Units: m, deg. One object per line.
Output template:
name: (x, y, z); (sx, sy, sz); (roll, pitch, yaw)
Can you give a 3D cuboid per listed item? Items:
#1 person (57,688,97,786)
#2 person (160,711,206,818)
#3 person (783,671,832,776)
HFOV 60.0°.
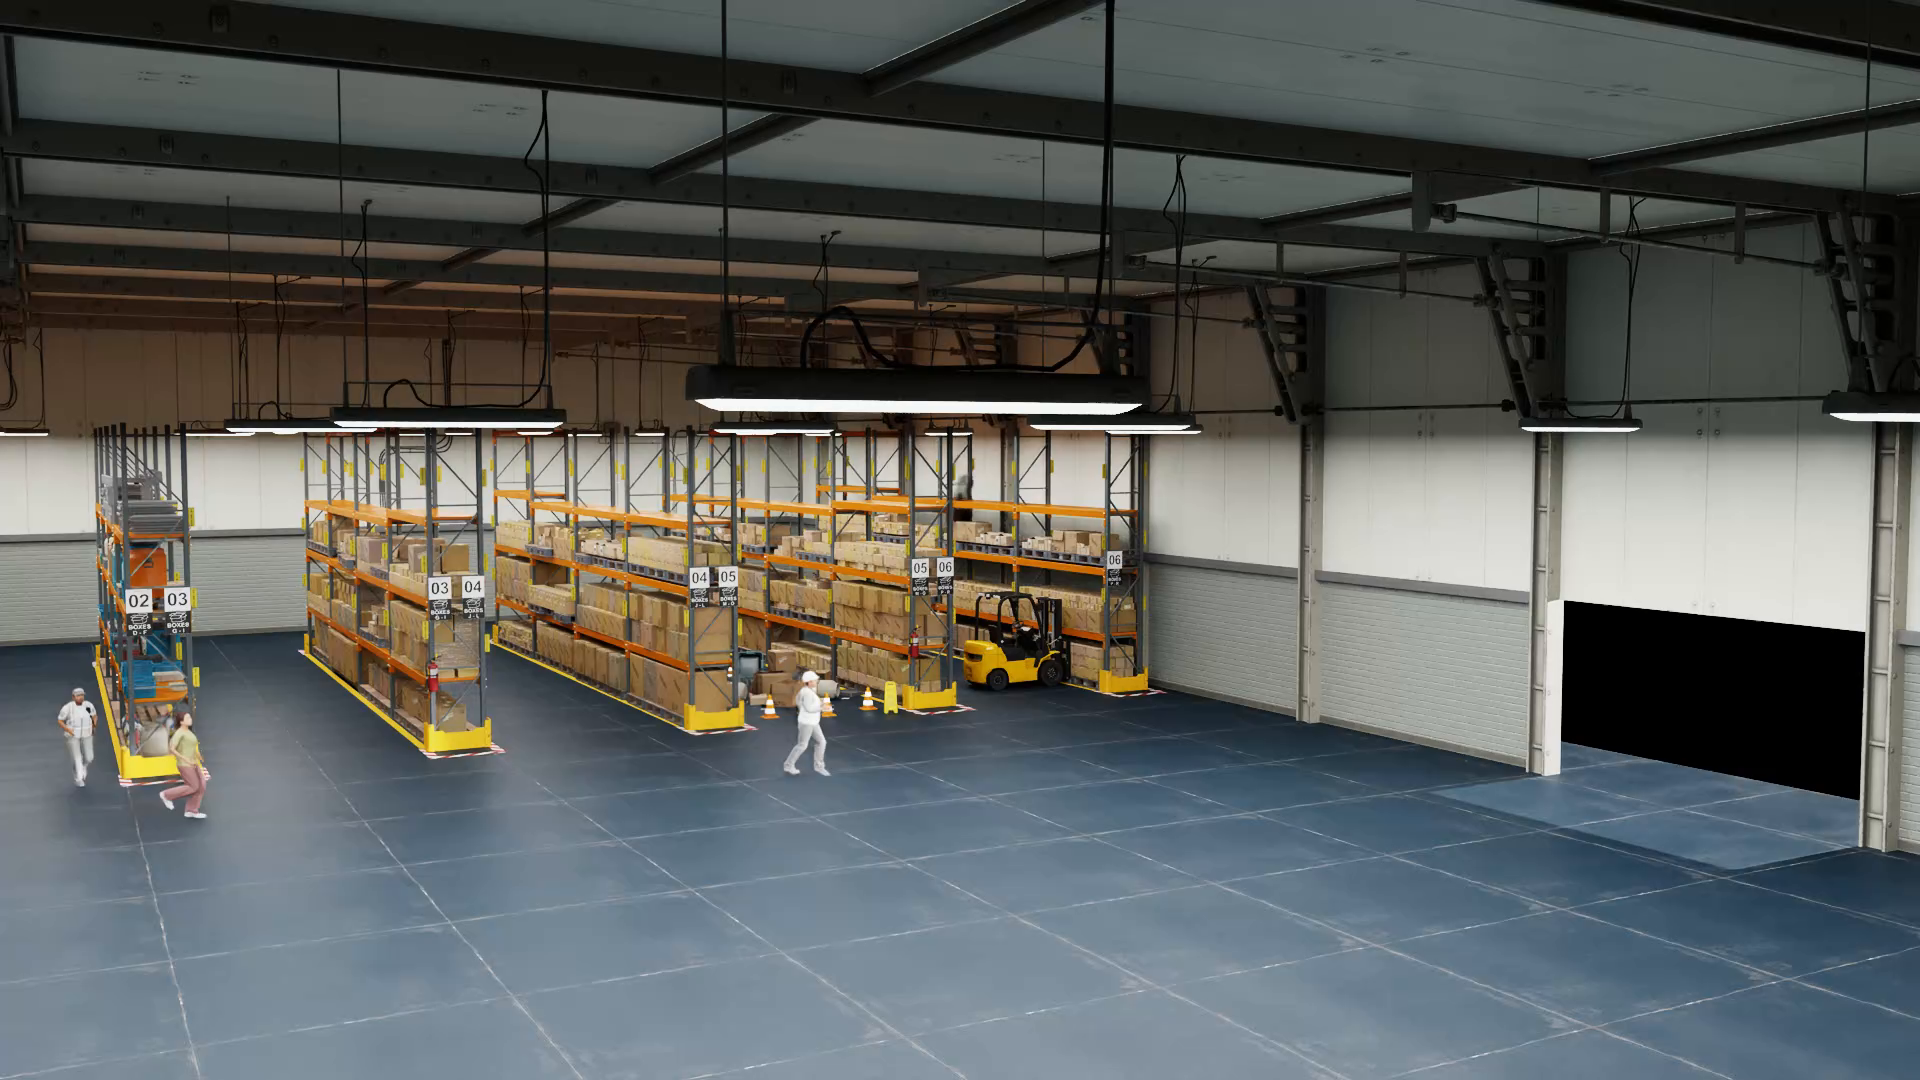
person: (-14.599, 3.258, 27.558); (0.624, 1.635, 0.558); (-3, 5, -44)
person: (-11.743, 3.397, 25.138); (0.636, 1.631, 0.588); (0, 3, -6)
person: (-2.570, 3.129, 28.174); (0.845, 1.822, 0.605); (0, 3, 5)
